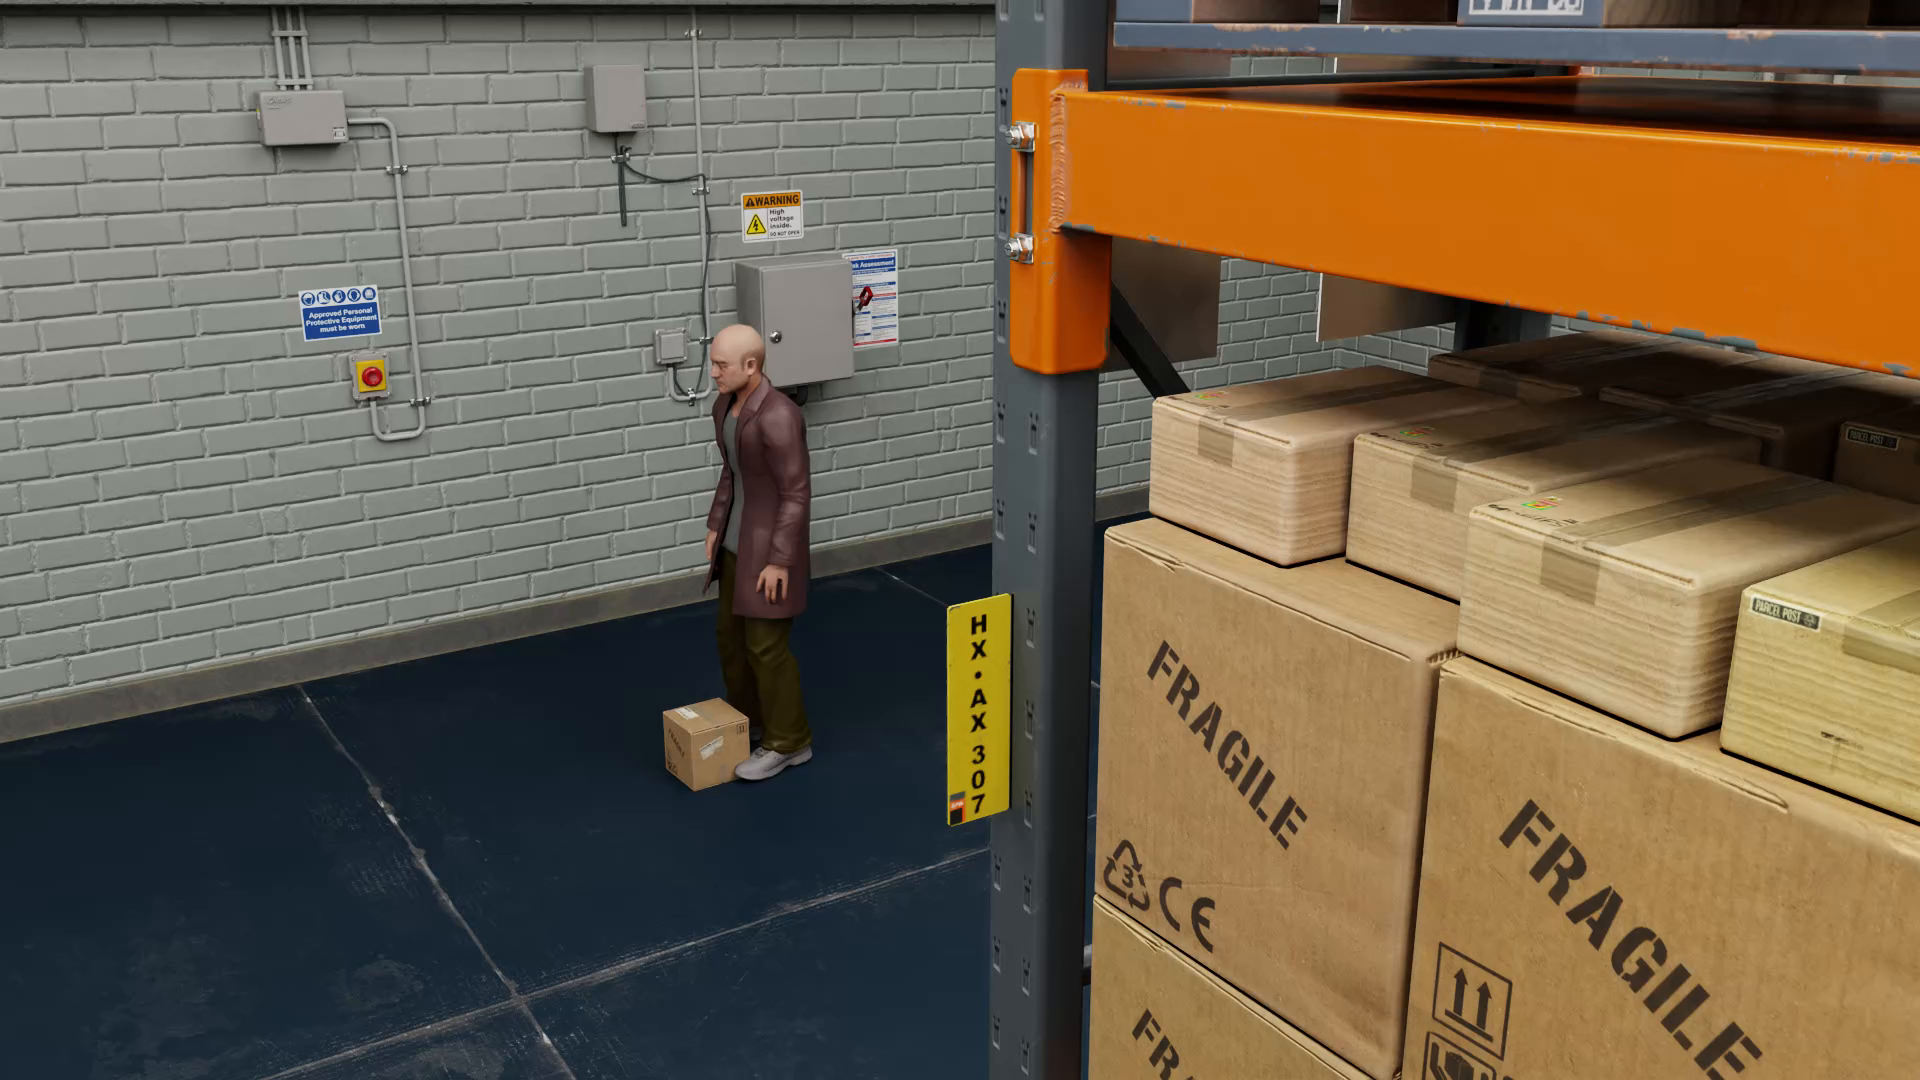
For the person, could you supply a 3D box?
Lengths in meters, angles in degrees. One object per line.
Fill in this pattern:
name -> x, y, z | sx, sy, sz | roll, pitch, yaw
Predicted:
person -> -0.797, 0.035, 6.468 | 0.423, 1.774, 0.643 | -11, 21, -31
